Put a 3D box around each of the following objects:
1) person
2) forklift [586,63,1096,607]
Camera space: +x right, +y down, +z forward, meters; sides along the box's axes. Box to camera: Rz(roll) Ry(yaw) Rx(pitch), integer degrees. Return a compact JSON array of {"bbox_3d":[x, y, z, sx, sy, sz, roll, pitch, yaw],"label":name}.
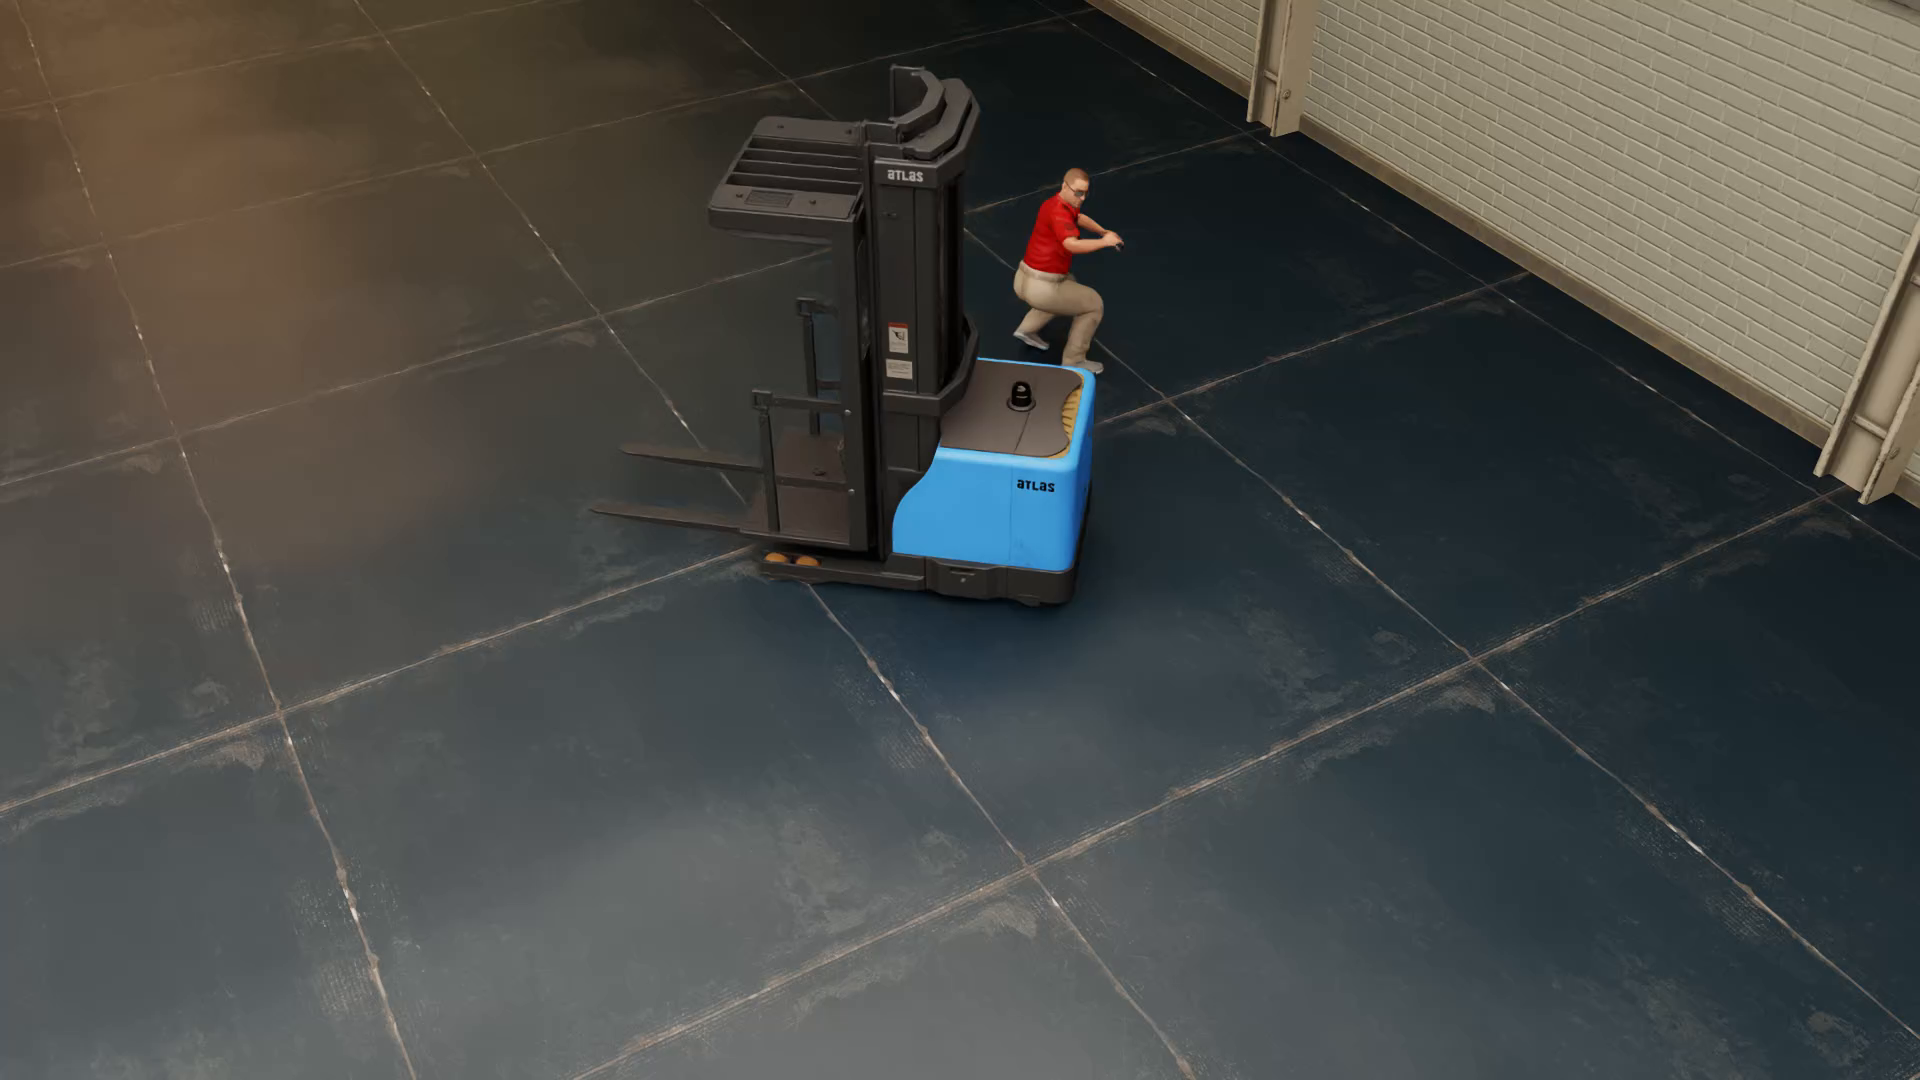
[{"bbox_3d":[0.825,-1.852,11.460,0.932,1.485,0.796,-14,42,-16],"label":"person"},{"bbox_3d":[-0.749,-1.189,9.469,3.031,2.935,1.130,7,40,8],"label":"forklift"}]
